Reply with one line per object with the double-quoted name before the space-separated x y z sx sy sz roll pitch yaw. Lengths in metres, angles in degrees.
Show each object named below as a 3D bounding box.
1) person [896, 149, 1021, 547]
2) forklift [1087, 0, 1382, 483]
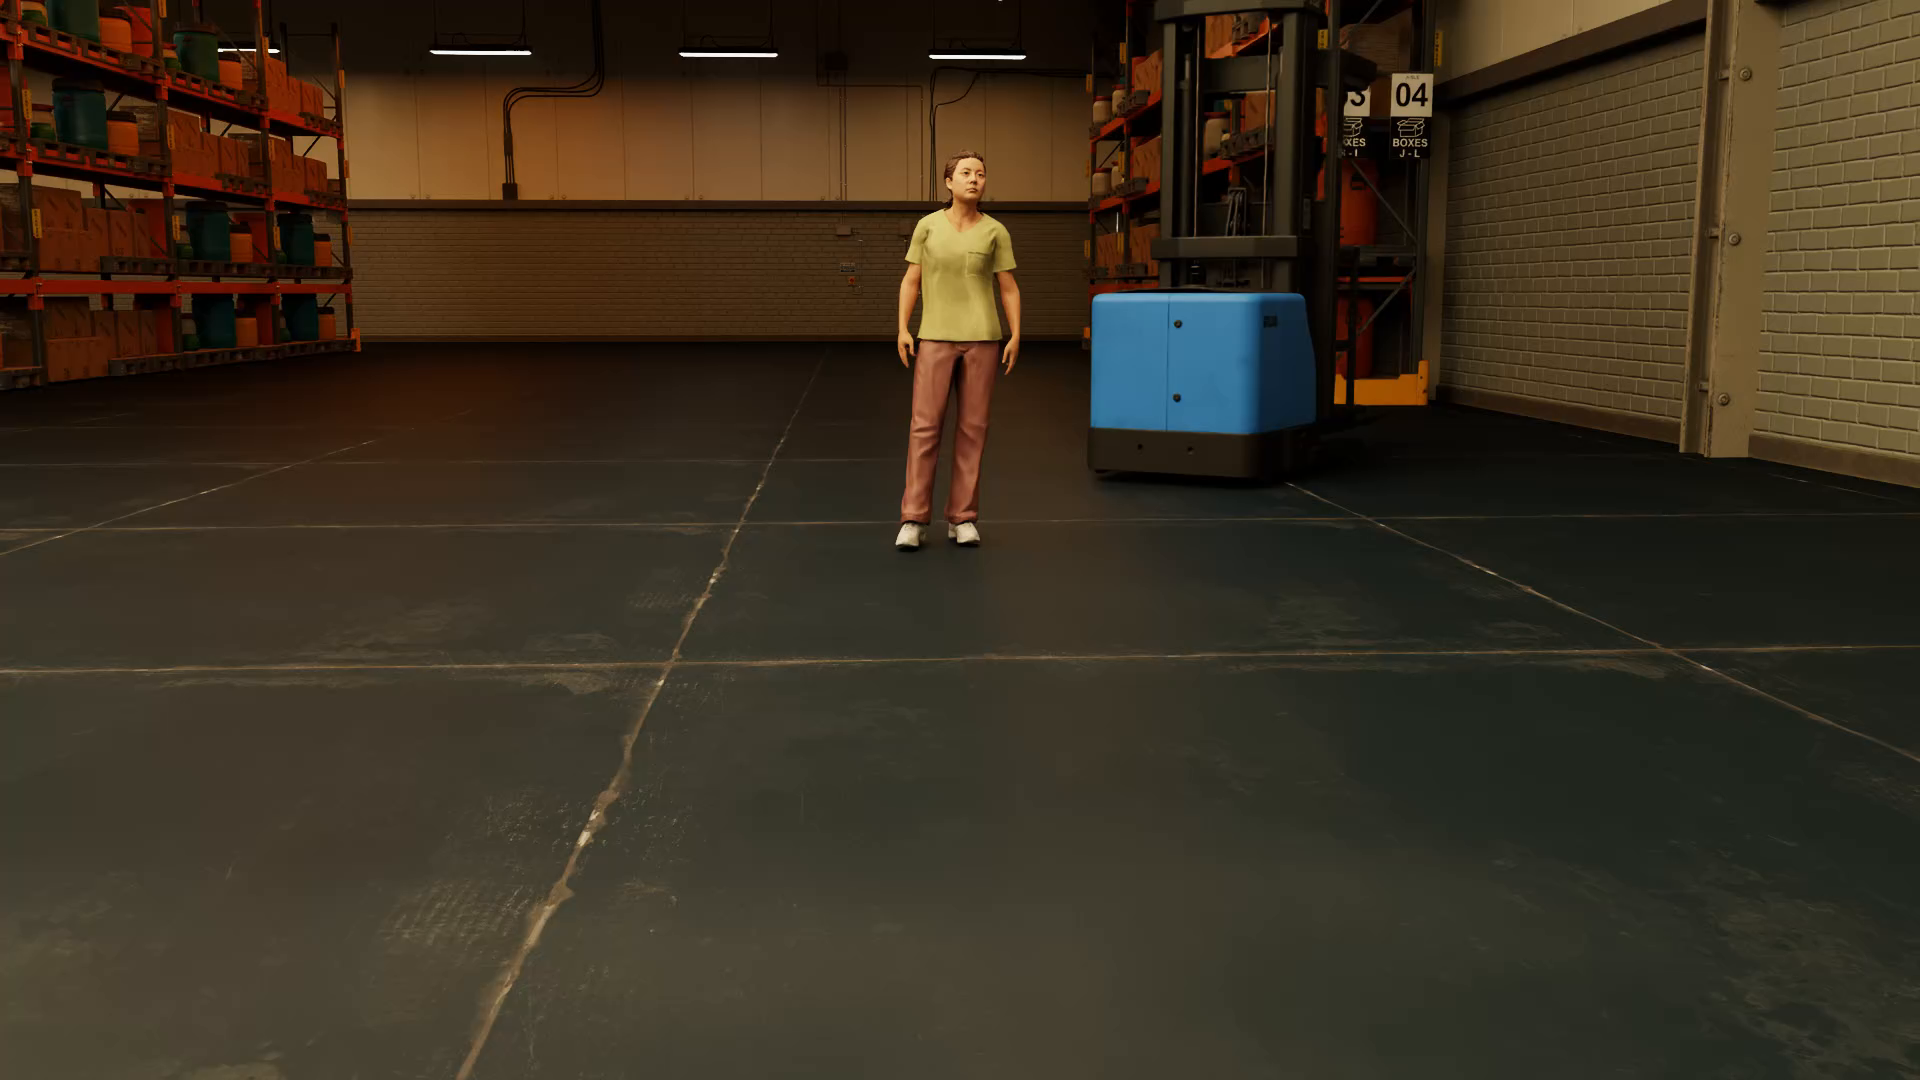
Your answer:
"person" -0.006 -0.825 7.113 0.555 1.675 0.549 -1 8 -4
"forklift" 1.916 -1.943 10.419 1.130 2.935 3.031 5 10 30
